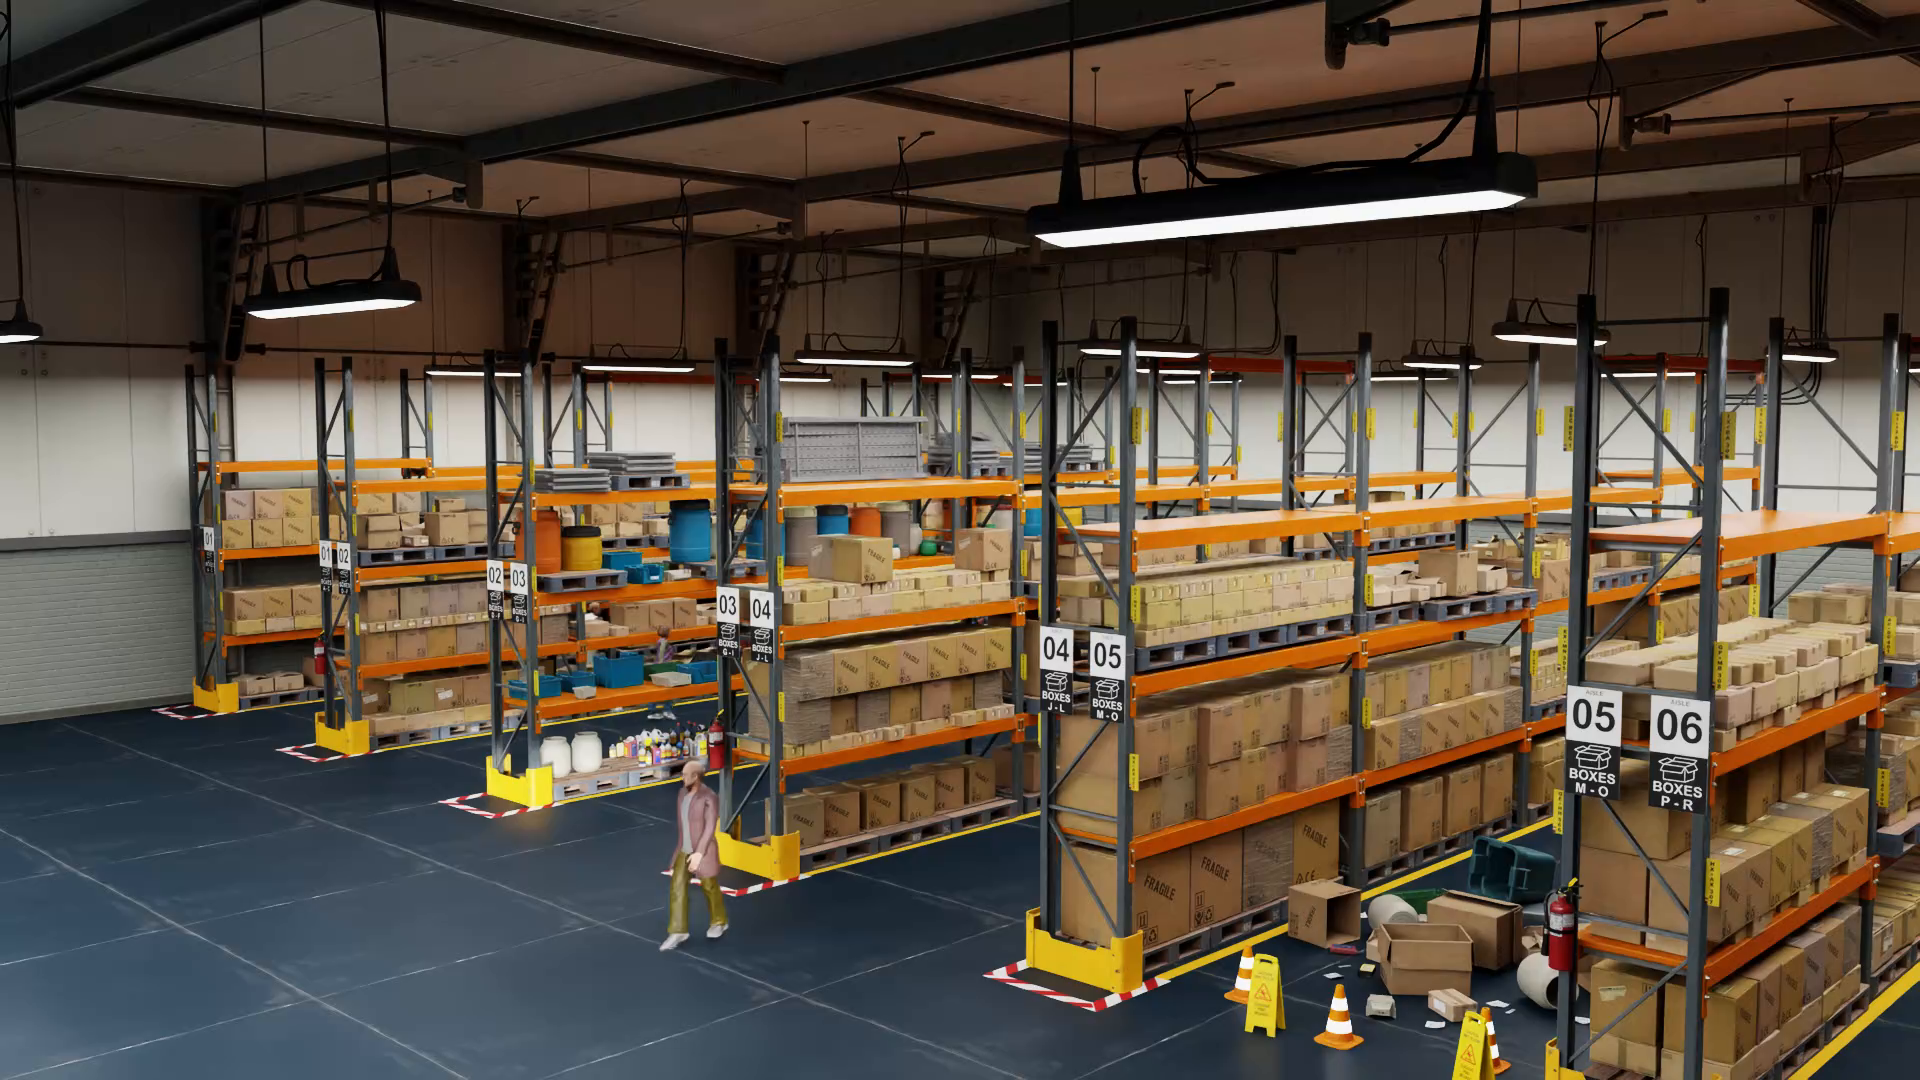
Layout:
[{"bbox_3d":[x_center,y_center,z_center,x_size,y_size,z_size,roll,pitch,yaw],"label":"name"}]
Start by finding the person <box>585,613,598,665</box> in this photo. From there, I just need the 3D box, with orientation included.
[{"bbox_3d":[-6.898,2.084,30.558,0.697,1.495,0.657,4,6,43],"label":"person"}]

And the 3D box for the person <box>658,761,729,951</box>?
[{"bbox_3d":[-2.590,3.059,16.199,0.563,1.822,0.818,3,5,35],"label":"person"}]

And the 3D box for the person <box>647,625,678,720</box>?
[{"bbox_3d":[-5.047,2.233,27.982,0.514,1.607,0.424,-3,5,-34],"label":"person"}]
